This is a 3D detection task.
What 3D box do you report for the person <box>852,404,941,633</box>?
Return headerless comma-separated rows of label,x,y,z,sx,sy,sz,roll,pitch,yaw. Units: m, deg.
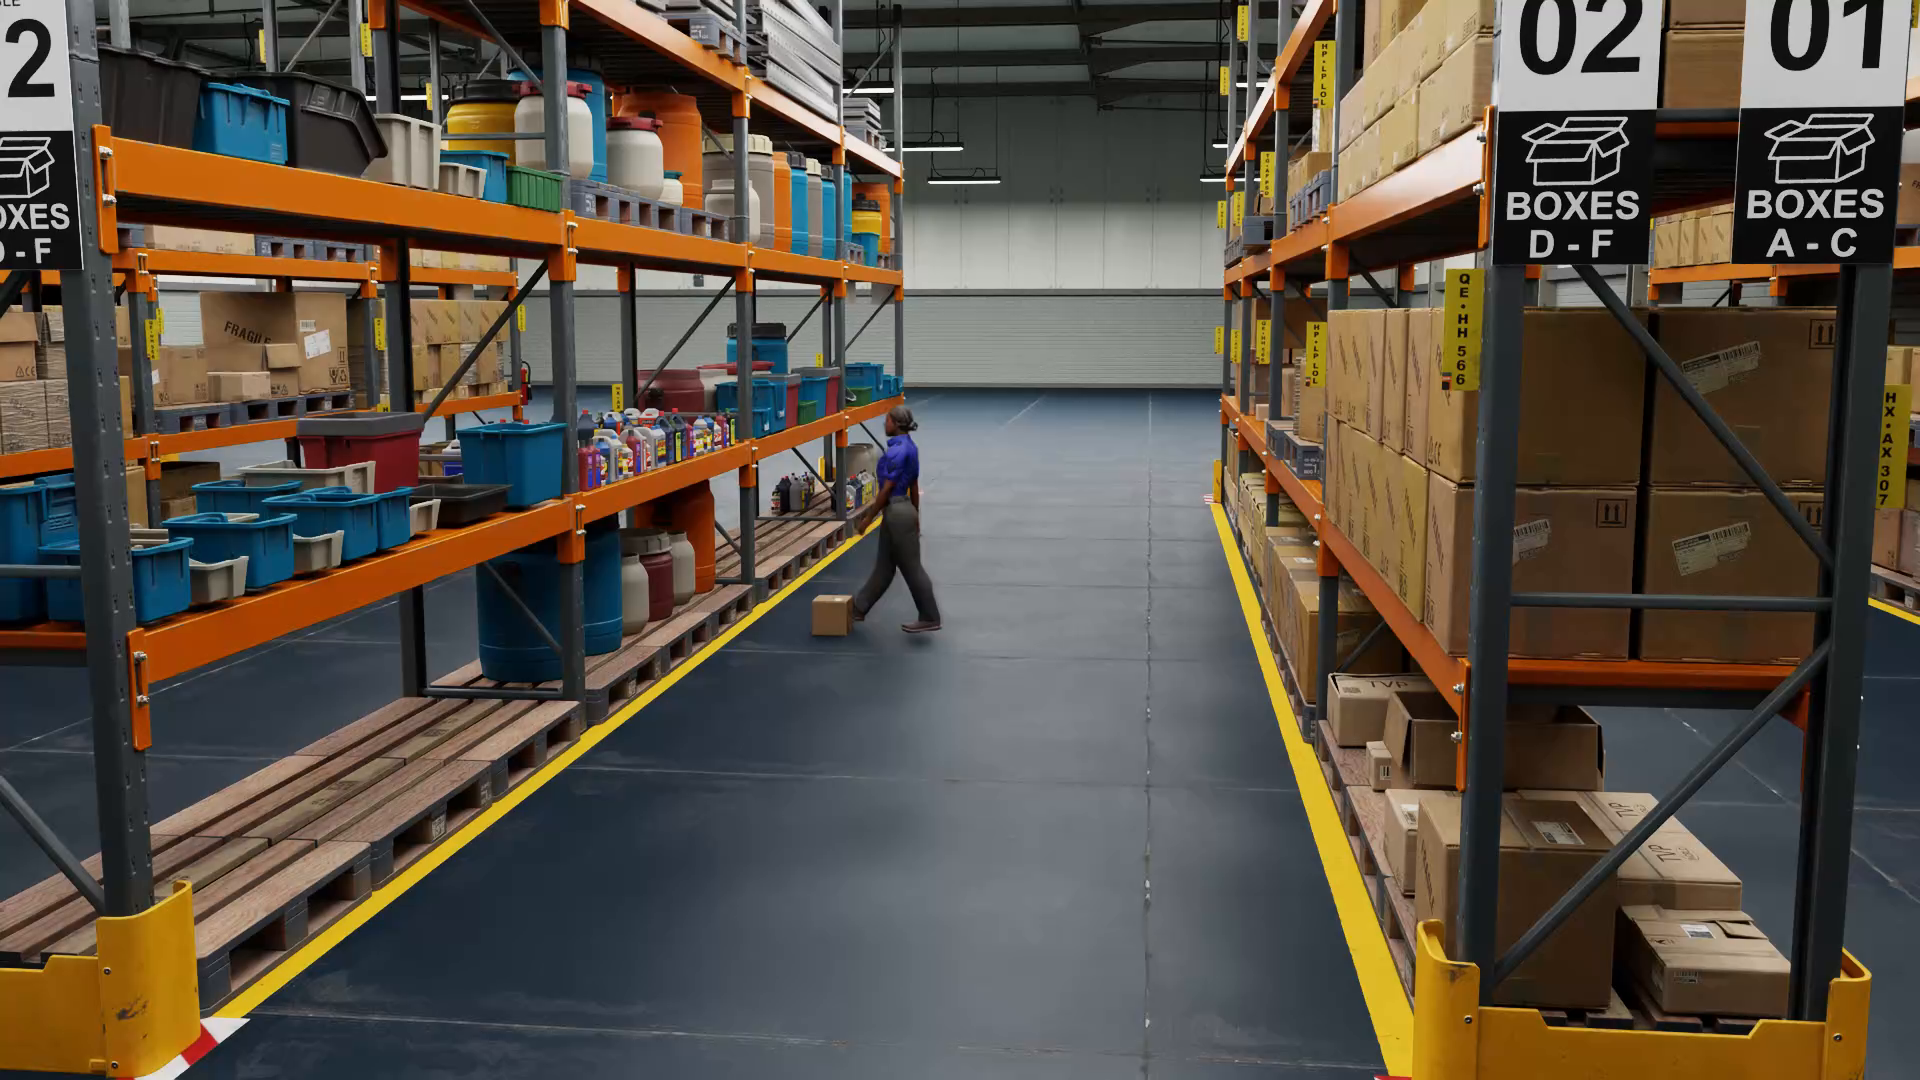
person,-0.564,-0.155,11.890,0.861,1.628,0.451,1,8,6
